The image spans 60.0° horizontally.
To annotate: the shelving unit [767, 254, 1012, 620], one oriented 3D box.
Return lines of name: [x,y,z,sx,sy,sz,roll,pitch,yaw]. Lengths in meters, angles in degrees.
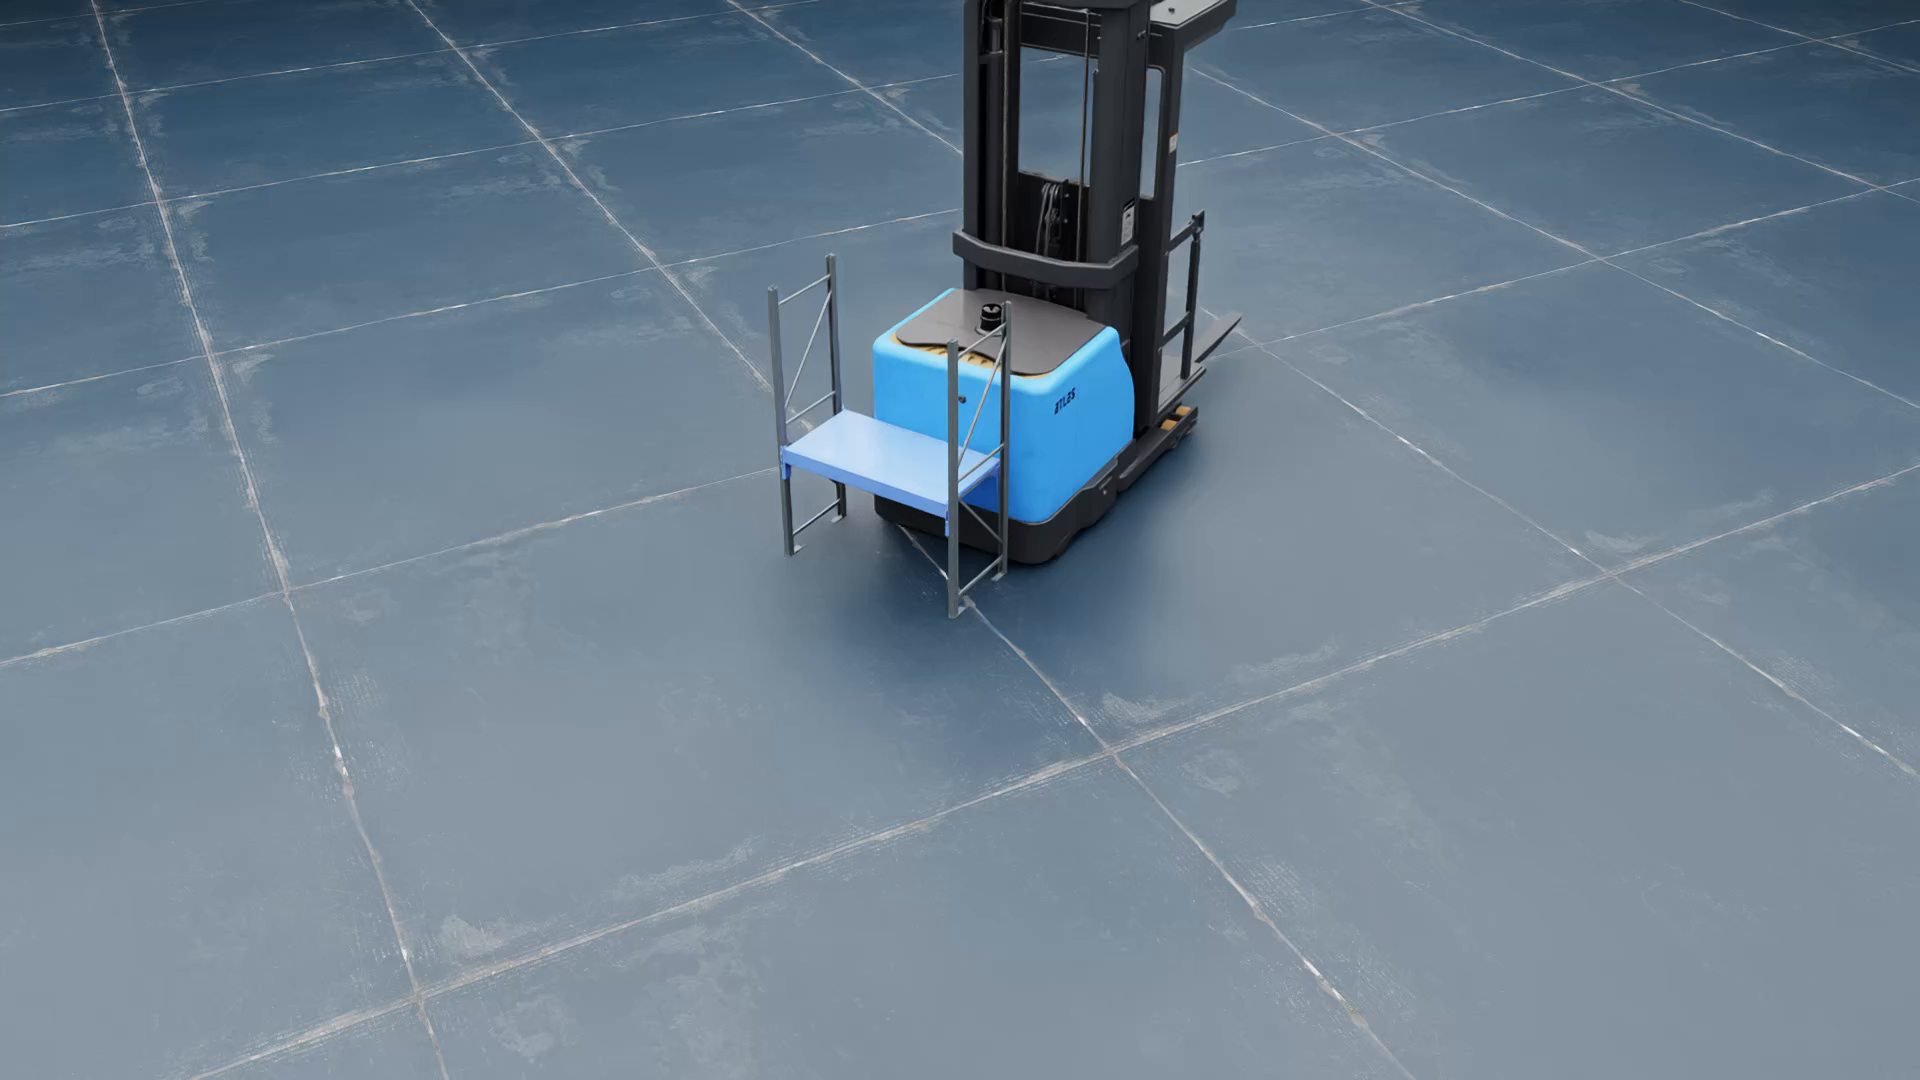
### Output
shelving unit: [-0.333,-0.507,8.151,1.048,1.500,0.538,19,37,27]

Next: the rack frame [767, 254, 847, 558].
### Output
rack frame: [-0.759,-0.657,8.385,0.032,1.500,0.500,19,37,27]

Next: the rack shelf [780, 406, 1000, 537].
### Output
rack shelf: [-0.333,-0.356,8.248,1.000,0.185,0.538,19,37,27]

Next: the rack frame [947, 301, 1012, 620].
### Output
rack frame: [0.093,-0.357,7.917,0.032,1.500,0.500,19,37,27]

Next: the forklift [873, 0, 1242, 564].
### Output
forklift: [0.732,-1.876,8.962,1.130,2.935,3.031,18,37,26]
